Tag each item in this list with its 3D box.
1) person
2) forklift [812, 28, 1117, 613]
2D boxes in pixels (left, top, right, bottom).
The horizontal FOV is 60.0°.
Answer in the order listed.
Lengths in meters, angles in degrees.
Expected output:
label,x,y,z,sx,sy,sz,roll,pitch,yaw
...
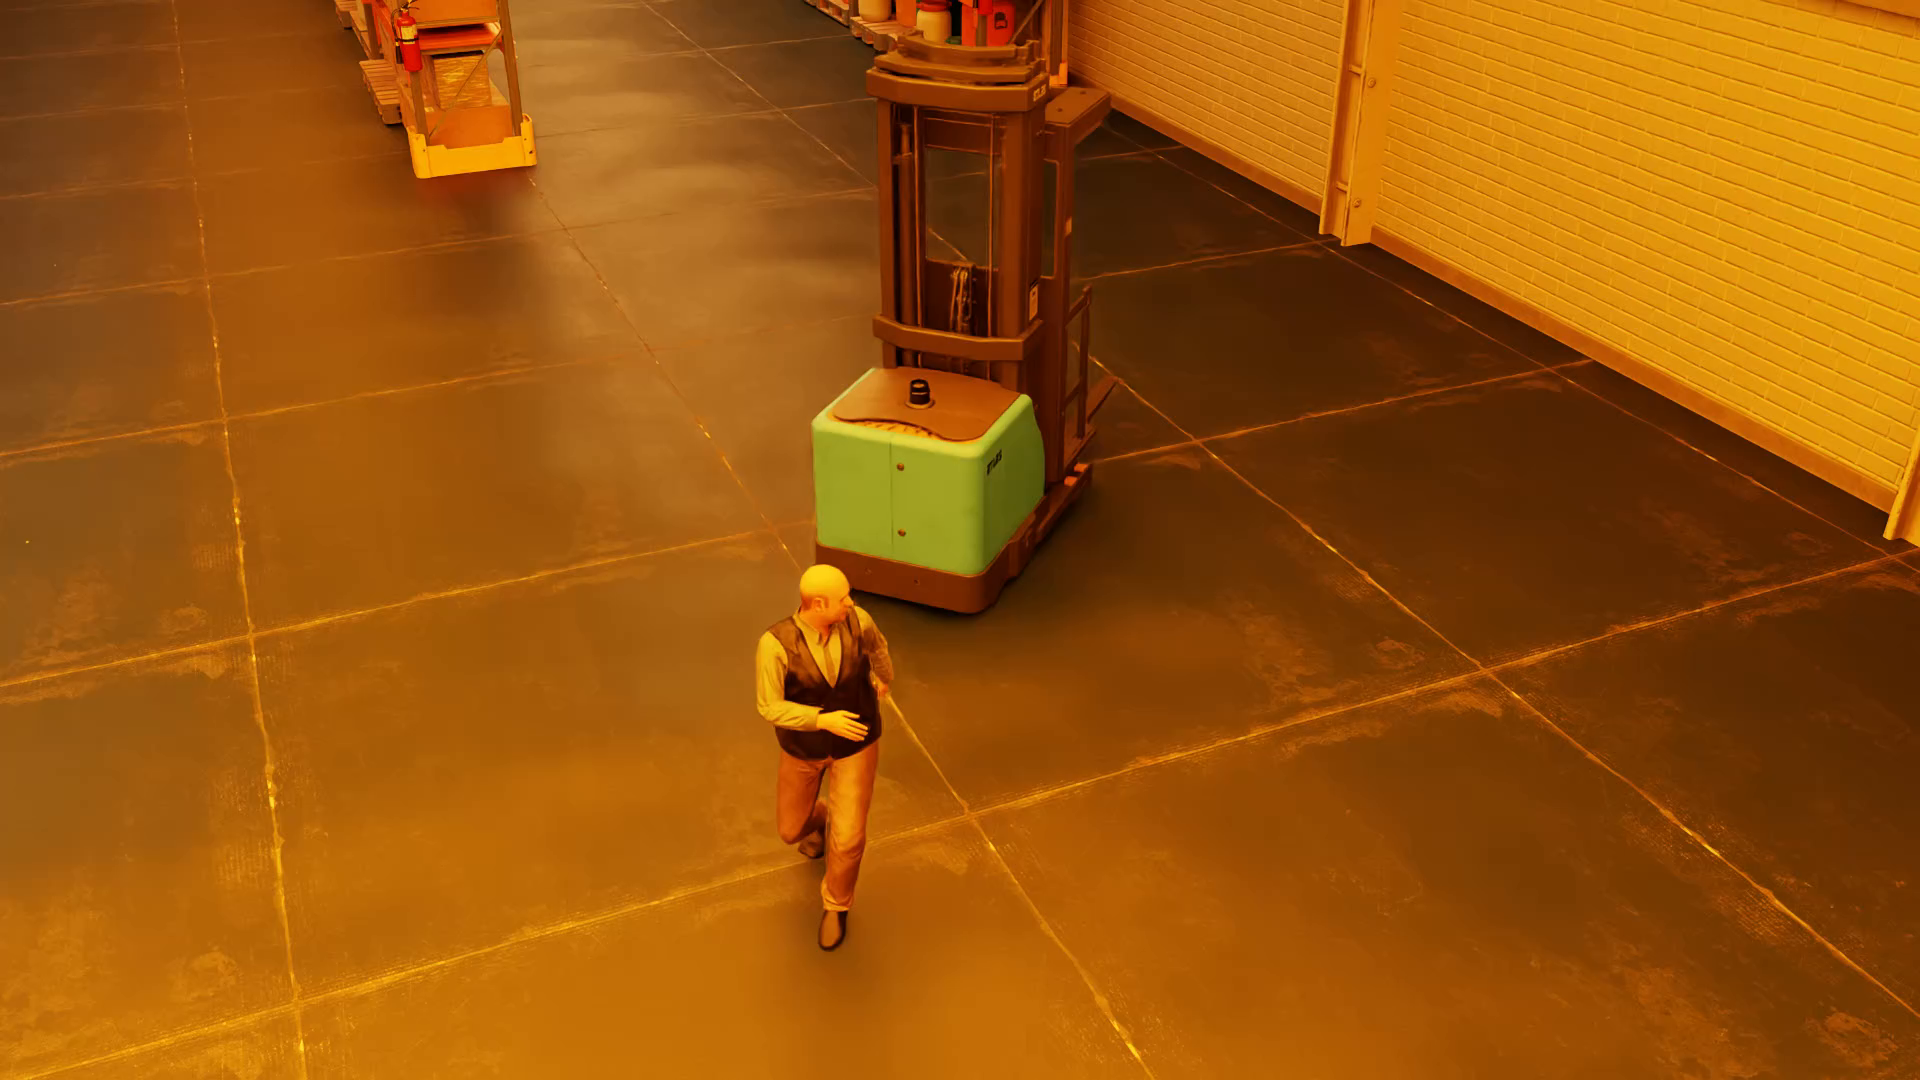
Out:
label,x,y,z,sx,sy,sz,roll,pitch,yaw
person,-0.547,0.830,7.004,0.573,1.638,0.865,-2,30,-4
forklift,0.204,-1.580,9.883,1.130,2.935,3.031,12,32,19
